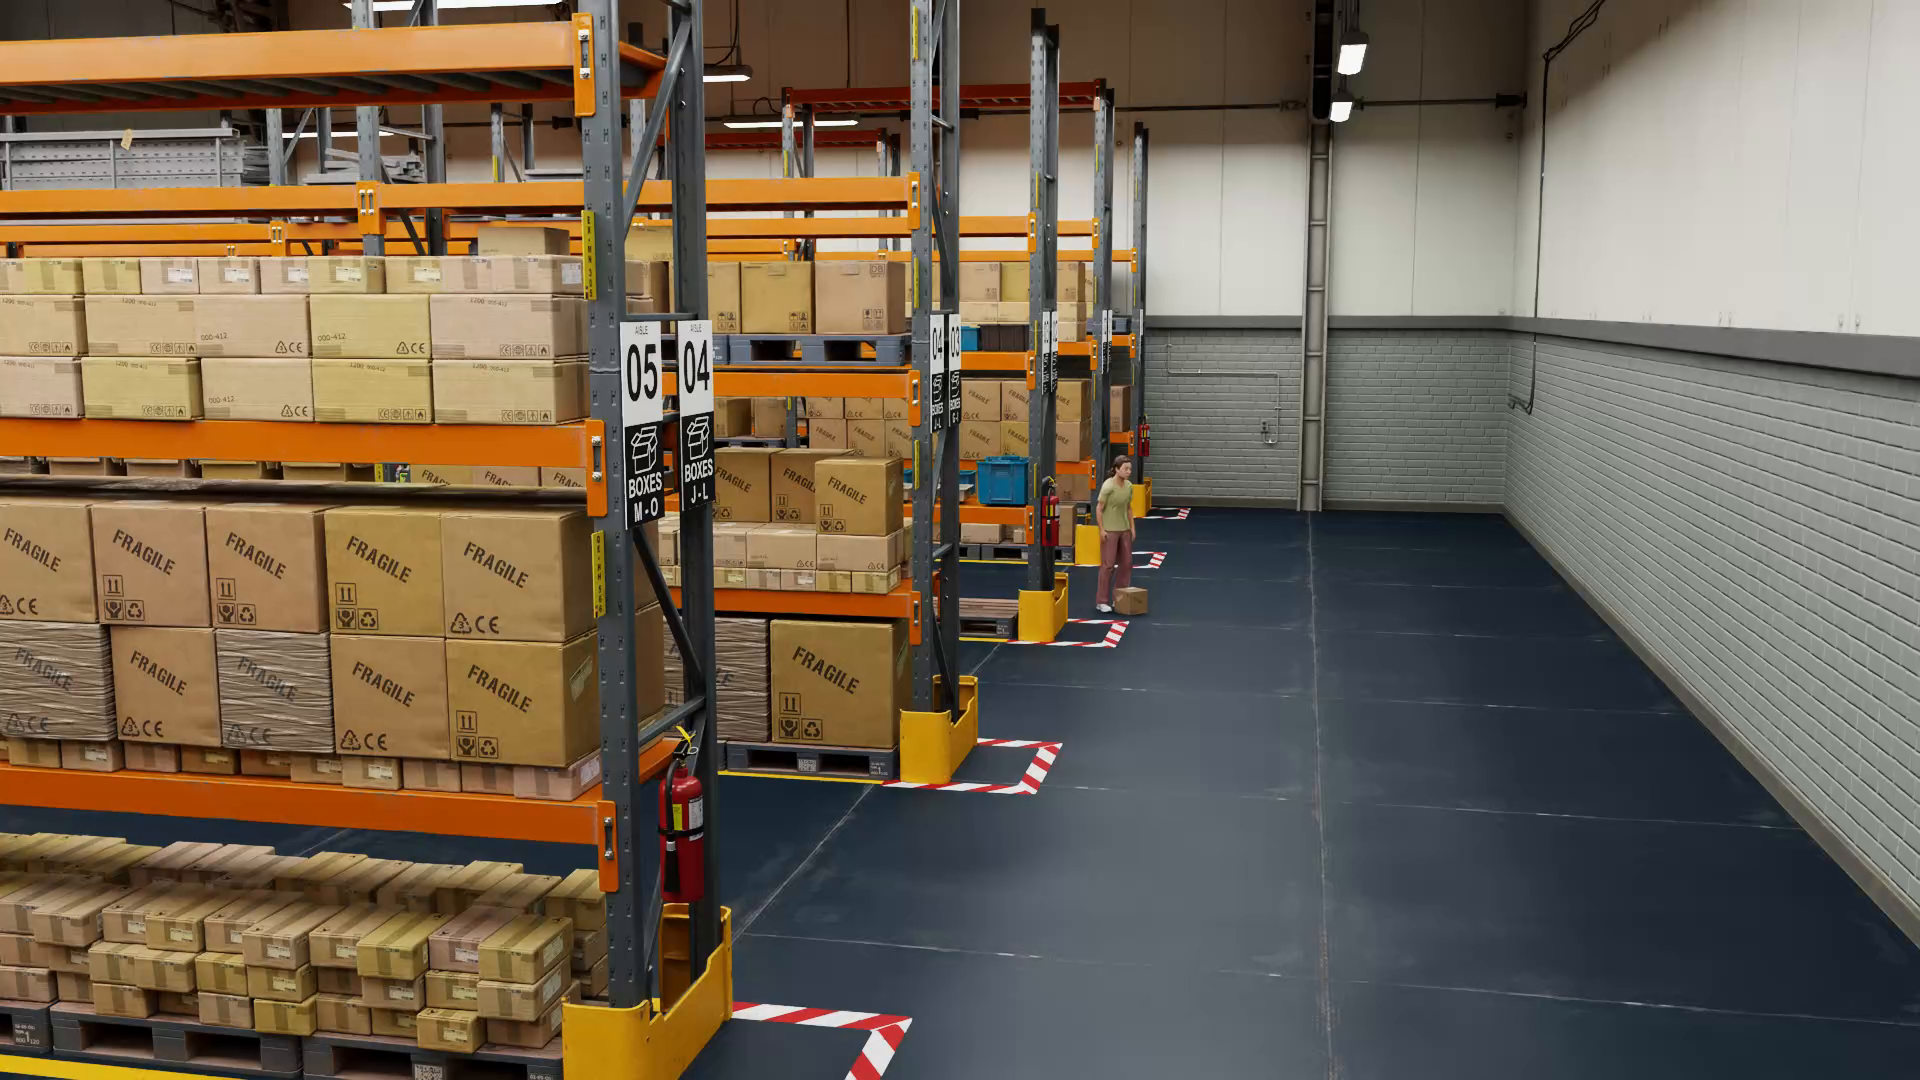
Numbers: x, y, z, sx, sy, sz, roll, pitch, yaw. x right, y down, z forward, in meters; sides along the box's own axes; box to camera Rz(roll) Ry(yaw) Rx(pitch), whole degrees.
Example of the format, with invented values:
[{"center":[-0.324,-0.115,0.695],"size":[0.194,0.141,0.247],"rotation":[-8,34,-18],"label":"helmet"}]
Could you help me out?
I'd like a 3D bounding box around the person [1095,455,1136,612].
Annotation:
[{"center":[1.690,-0.080,17.891],"size":[0.514,1.673,0.354],"rotation":[-6,10,-35],"label":"person"}]
